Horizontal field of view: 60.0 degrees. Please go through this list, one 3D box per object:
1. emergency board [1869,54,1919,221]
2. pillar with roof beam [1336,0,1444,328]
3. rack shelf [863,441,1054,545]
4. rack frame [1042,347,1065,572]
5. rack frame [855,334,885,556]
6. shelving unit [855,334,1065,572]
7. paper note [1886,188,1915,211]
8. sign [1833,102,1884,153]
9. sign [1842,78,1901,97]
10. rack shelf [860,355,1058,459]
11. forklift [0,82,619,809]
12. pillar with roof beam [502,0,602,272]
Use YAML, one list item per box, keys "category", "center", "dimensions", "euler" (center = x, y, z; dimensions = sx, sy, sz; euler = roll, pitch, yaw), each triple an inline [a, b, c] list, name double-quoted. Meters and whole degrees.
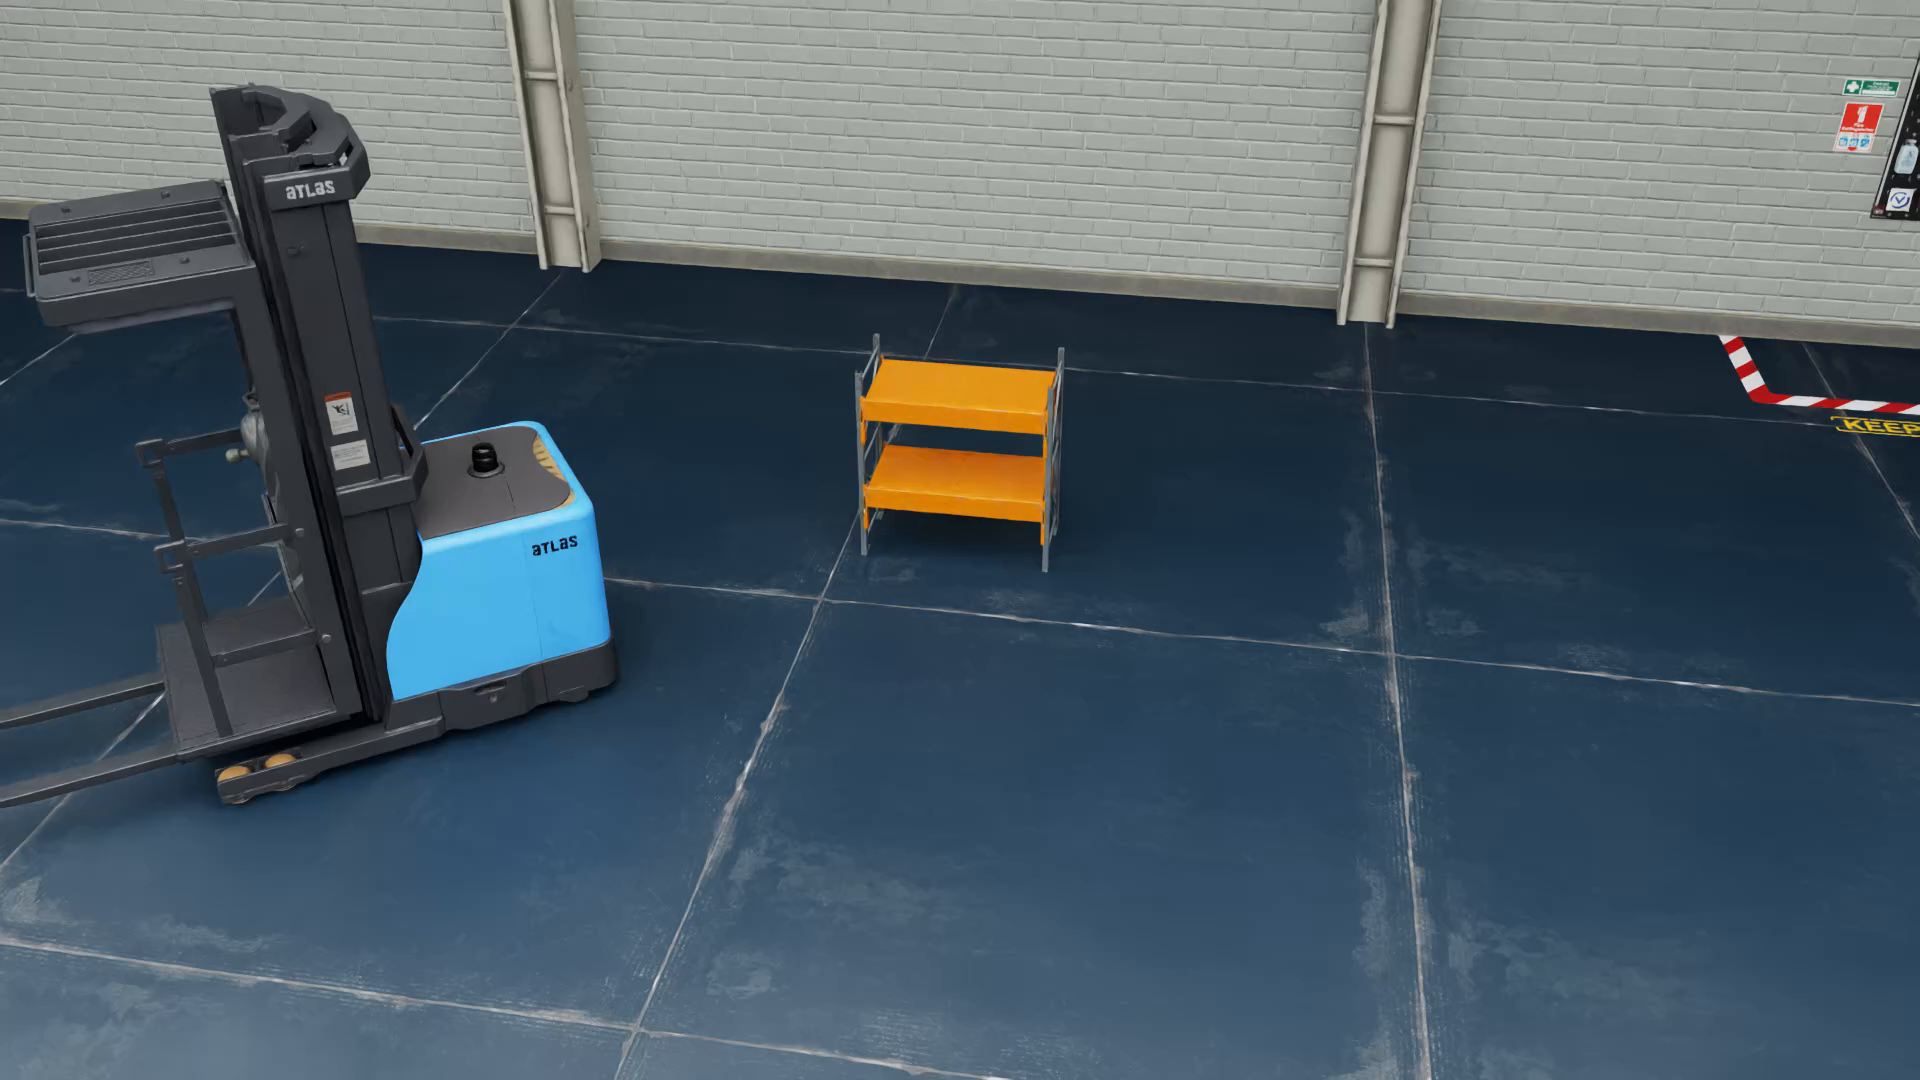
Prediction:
- category: "emergency board"
  center: [6.396, -2.589, 10.734]
  dimensions: [0.626, 1.169, 0.157]
  euler: [5, 32, 8]
- category: "pillar with roof beam"
  center: [2.192, -3.166, 6.000]
  dimensions: [0.400, 9.000, 9.100]
  euler: [5, 32, 8]
- category: "rack shelf"
  center: [0.007, -0.269, 9.254]
  dimensions: [1.000, 0.278, 0.538]
  euler: [5, 32, 8]
- category: "rack frame"
  center: [0.508, -0.431, 9.052]
  dimensions: [0.032, 1.125, 0.500]
  euler: [5, 32, 8]
- category: "rack frame"
  center: [-0.494, -0.522, 9.197]
  dimensions: [0.032, 1.125, 0.500]
  euler: [5, 32, 8]
- category: "shelving unit"
  center: [0.007, -0.476, 9.124]
  dimensions: [1.048, 1.125, 0.538]
  euler: [5, 32, 8]
- category: "paper note"
  center: [6.239, -2.258, 11.034]
  dimensions: [0.142, 0.148, 0.016]
  euler: [5, 32, 8]
- category: "sign"
  center: [5.874, -2.698, 10.873]
  dimensions: [0.234, 0.329, 0.001]
  euler: [5, 32, 8]
- category: "sign"
  center: [5.877, -2.917, 10.724]
  dimensions: [0.331, 0.109, 0.001]
  euler: [5, 32, 8]
- category: "rack shelf"
  center: [0.007, -0.724, 8.969]
  dimensions: [1.000, 0.278, 0.538]
  euler: [5, 32, 8]
- category: "forklift"
  center: [-3.239, -0.372, 7.256]
  dimensions: [3.031, 2.935, 1.130]
  euler: [-15, 35, -23]
- category: "pillar with roof beam"
  center: [-3.722, -3.701, 6.855]
  dimensions: [0.400, 9.000, 9.100]
  euler: [5, 32, 8]
